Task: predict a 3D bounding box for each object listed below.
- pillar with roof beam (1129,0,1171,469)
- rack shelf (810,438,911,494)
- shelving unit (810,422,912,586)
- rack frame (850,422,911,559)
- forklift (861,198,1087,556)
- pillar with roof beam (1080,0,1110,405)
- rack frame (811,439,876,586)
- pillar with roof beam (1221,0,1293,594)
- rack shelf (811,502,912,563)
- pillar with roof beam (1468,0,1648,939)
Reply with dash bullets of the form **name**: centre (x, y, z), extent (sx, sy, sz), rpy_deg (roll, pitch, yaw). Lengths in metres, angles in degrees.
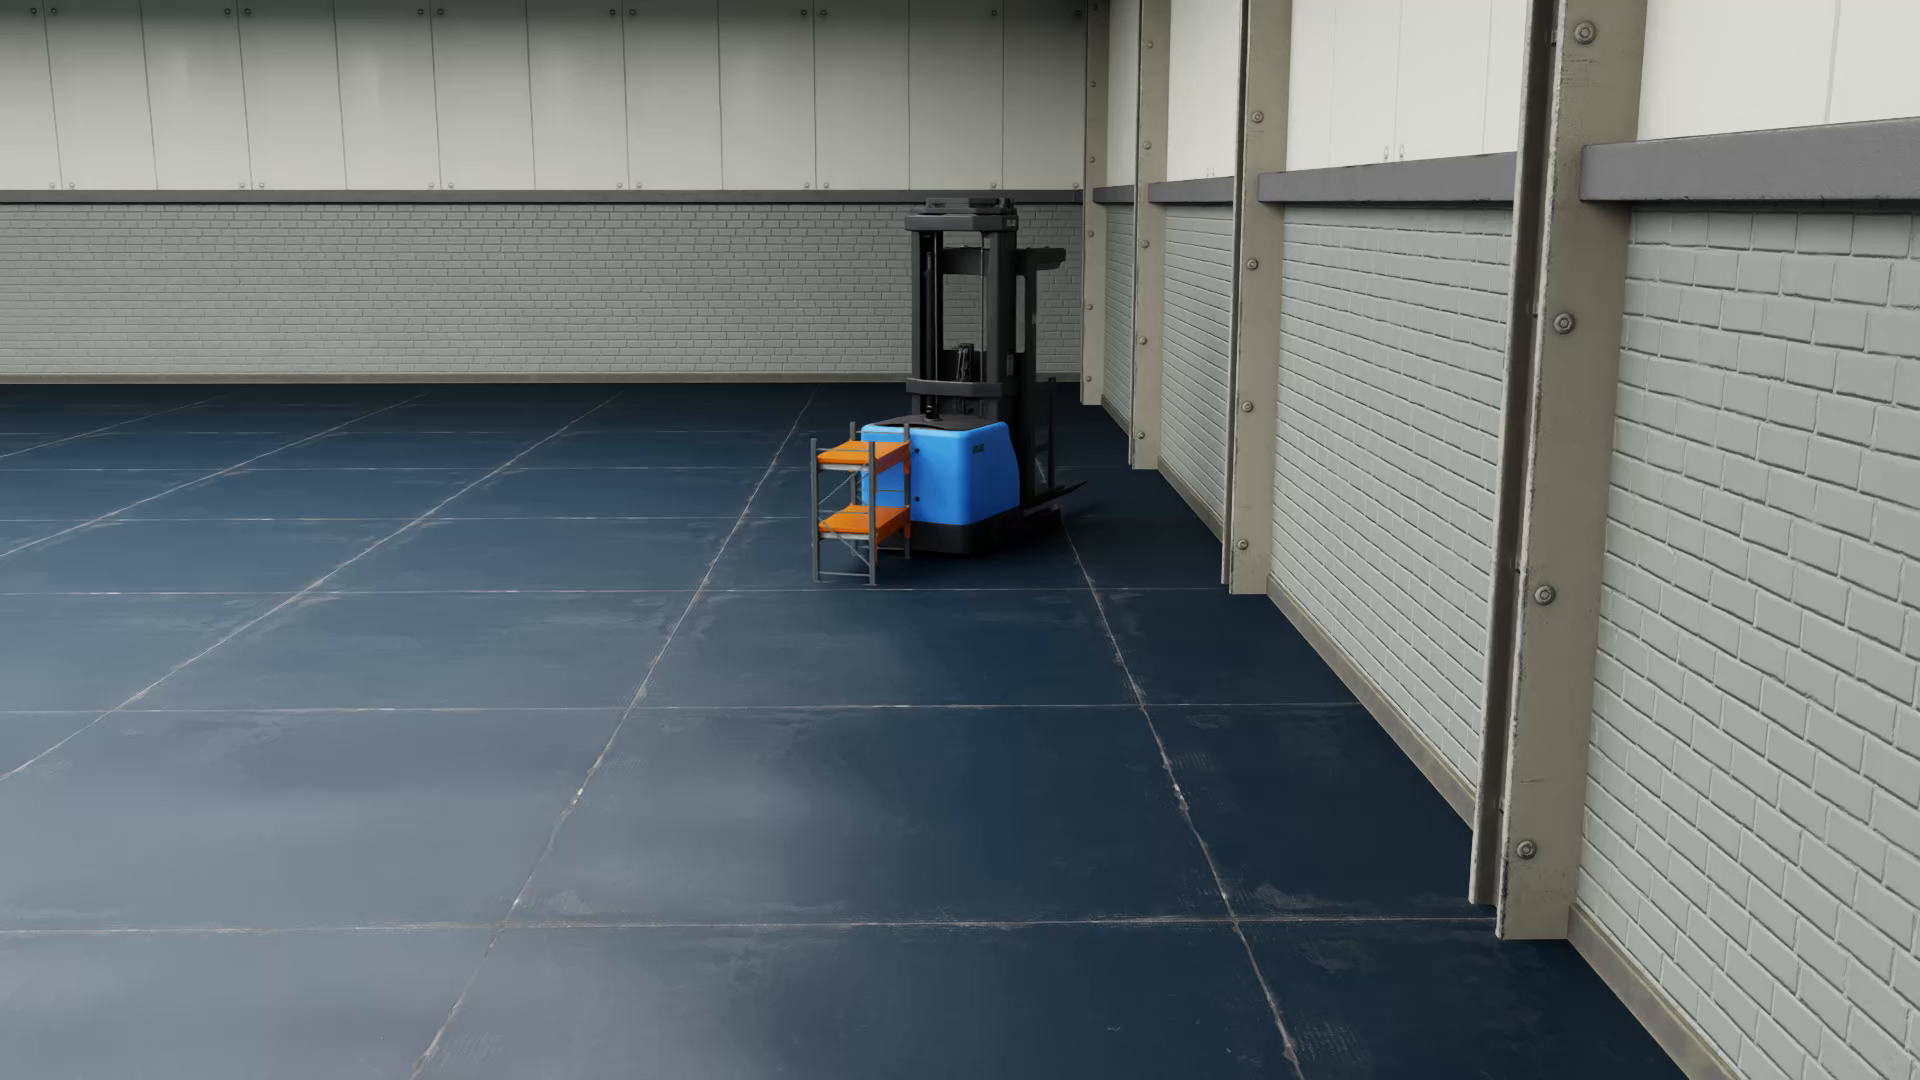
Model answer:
- **pillar with roof beam**: centre (-2.238, -5.217, 17.641), extent (9.100, 9.000, 0.400), rpy_deg (0, 11, -1)
- **rack shelf**: centre (-0.774, -0.595, 13.191), extent (0.538, 0.278, 1.000), rpy_deg (3, 12, 13)
- **shelving unit**: centre (-0.774, -0.308, 13.249), extent (0.538, 1.125, 1.048), rpy_deg (3, 12, 13)
- **rack frame**: centre (-0.657, -0.407, 13.734), extent (0.500, 1.125, 0.032), rpy_deg (3, 12, 13)
- **forklift**: centre (0.267, -1.558, 14.867), extent (1.130, 2.935, 3.031), rpy_deg (6, 13, 26)
- **pillar with roof beam**: centre (-2.362, -6.410, 23.520), extent (9.100, 9.000, 0.400), rpy_deg (0, 11, -1)
- **rack frame**: centre (-0.892, -0.210, 12.765), extent (0.500, 1.125, 0.032), rpy_deg (3, 12, 13)
- **pillar with roof beam**: centre (-2.114, -4.024, 11.762), extent (9.100, 9.000, 0.400), rpy_deg (0, 11, -1)
- **rack shelf**: centre (-0.774, -0.069, 13.298), extent (0.538, 0.278, 1.000), rpy_deg (3, 12, 13)
- **pillar with roof beam**: centre (-1.990, -2.831, 5.883), extent (9.100, 9.000, 0.400), rpy_deg (0, 11, -1)
